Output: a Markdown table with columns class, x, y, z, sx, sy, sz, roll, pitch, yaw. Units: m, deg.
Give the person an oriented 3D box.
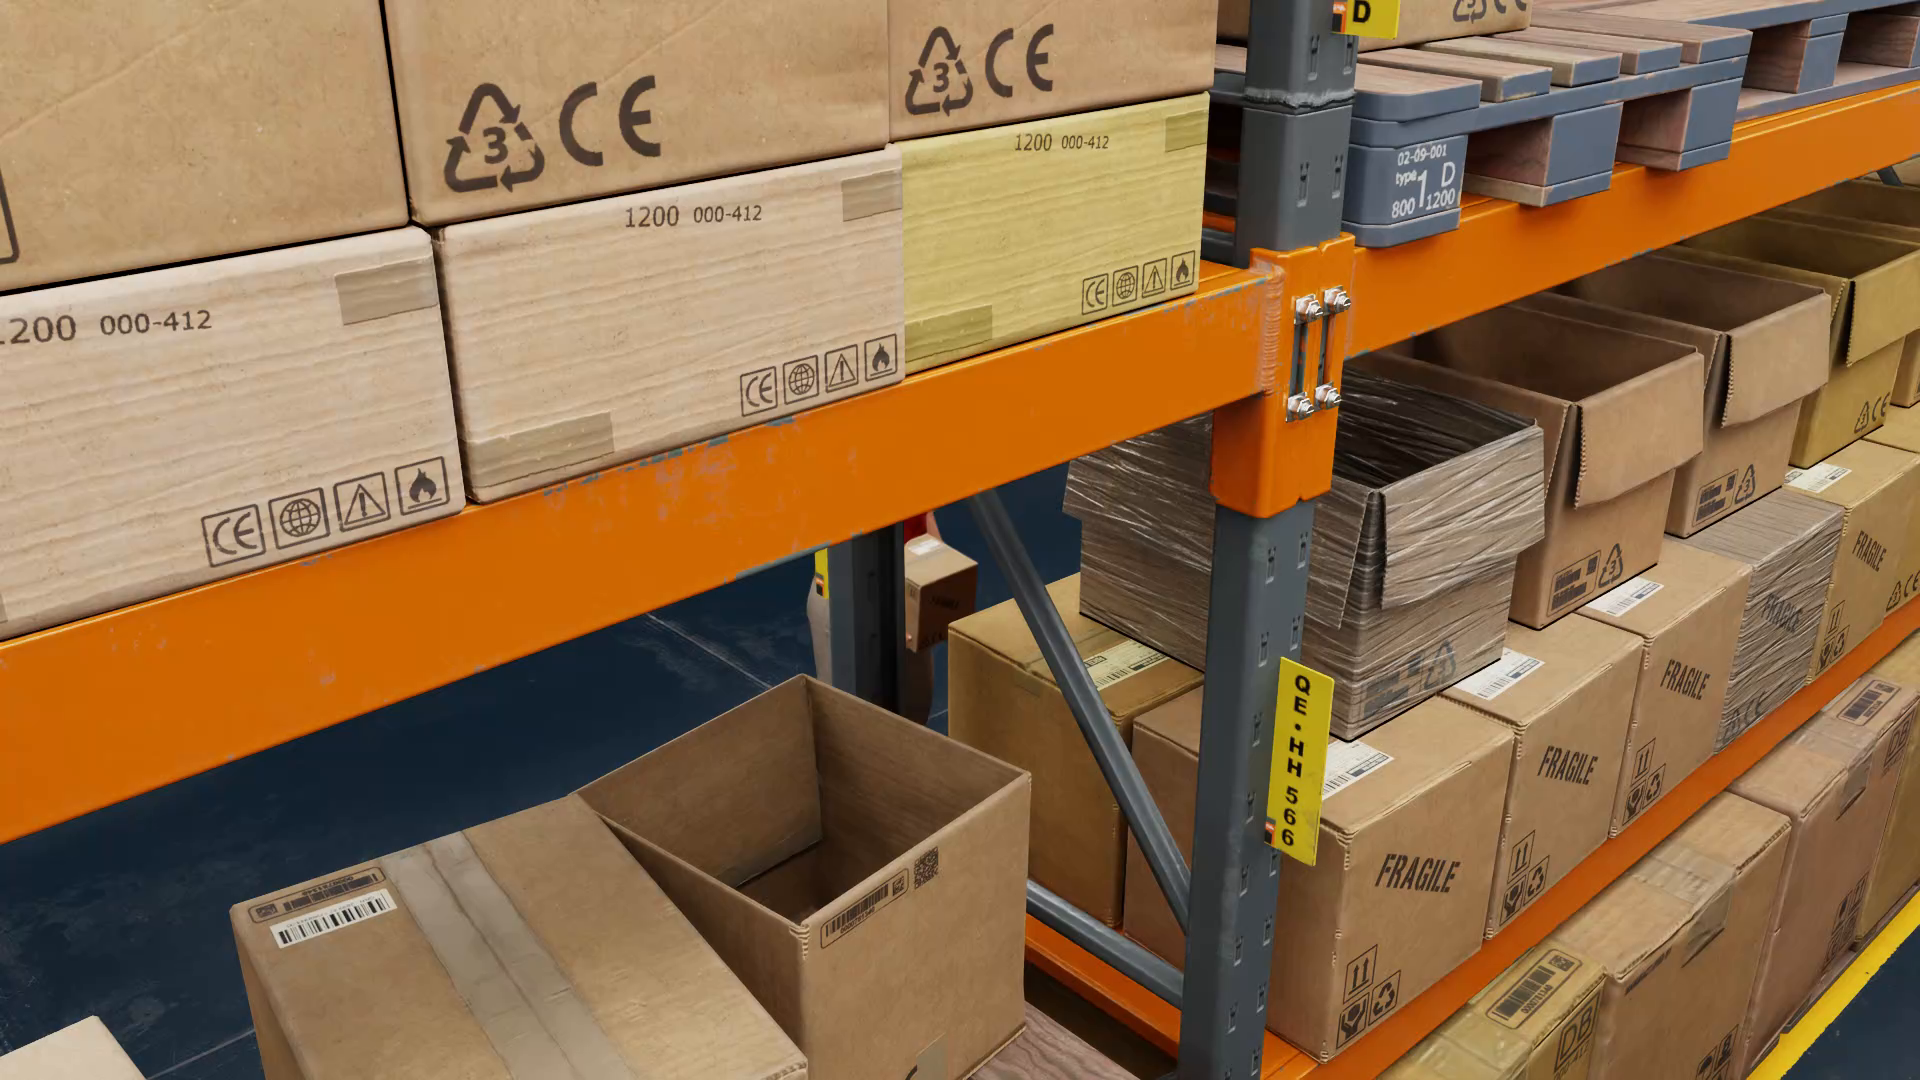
| class | x | y | z | sx | sy | sz | roll | pitch | yaw |
| --- | --- | --- | --- | --- | --- | --- | --- | --- | --- |
| person | -0.228 | 0.256 | 5.567 | 0.493 | 1.712 | 0.537 | -21 | 31 | -38 |
